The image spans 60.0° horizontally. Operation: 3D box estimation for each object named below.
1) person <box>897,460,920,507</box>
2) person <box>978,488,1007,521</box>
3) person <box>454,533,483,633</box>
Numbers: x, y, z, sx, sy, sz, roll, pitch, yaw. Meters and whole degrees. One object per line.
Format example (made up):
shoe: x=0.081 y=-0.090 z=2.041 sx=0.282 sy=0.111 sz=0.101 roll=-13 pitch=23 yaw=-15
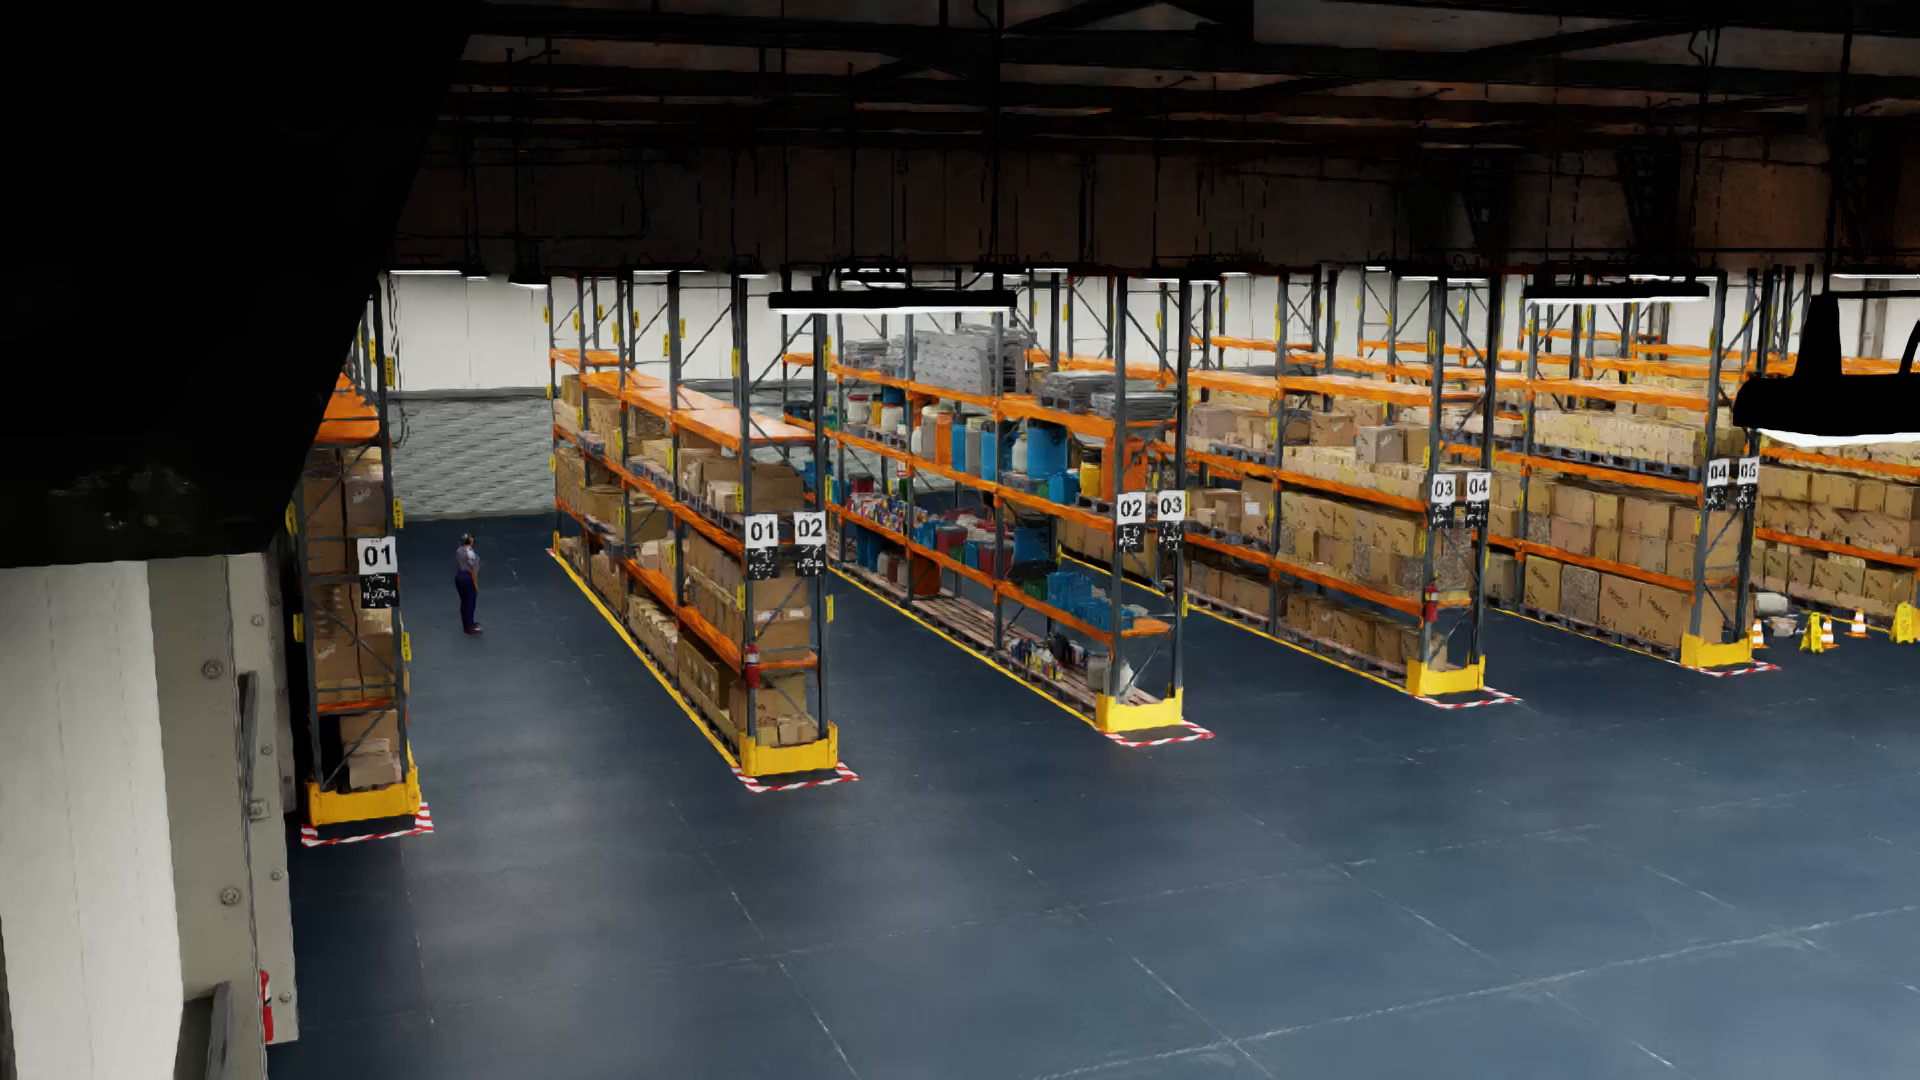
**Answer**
person: x=-1.228 y=-1.465 z=39.834 sx=0.696 sy=1.779 sz=0.460 roll=7 pitch=12 yaw=33
person: x=0.719 y=-0.761 z=36.224 sx=0.677 sy=1.674 sz=0.481 roll=-4 pitch=11 yaw=-23
person: x=-8.187 y=0.697 z=27.831 sx=0.539 sy=1.657 sz=0.445 roll=10 pitch=14 yaw=44
